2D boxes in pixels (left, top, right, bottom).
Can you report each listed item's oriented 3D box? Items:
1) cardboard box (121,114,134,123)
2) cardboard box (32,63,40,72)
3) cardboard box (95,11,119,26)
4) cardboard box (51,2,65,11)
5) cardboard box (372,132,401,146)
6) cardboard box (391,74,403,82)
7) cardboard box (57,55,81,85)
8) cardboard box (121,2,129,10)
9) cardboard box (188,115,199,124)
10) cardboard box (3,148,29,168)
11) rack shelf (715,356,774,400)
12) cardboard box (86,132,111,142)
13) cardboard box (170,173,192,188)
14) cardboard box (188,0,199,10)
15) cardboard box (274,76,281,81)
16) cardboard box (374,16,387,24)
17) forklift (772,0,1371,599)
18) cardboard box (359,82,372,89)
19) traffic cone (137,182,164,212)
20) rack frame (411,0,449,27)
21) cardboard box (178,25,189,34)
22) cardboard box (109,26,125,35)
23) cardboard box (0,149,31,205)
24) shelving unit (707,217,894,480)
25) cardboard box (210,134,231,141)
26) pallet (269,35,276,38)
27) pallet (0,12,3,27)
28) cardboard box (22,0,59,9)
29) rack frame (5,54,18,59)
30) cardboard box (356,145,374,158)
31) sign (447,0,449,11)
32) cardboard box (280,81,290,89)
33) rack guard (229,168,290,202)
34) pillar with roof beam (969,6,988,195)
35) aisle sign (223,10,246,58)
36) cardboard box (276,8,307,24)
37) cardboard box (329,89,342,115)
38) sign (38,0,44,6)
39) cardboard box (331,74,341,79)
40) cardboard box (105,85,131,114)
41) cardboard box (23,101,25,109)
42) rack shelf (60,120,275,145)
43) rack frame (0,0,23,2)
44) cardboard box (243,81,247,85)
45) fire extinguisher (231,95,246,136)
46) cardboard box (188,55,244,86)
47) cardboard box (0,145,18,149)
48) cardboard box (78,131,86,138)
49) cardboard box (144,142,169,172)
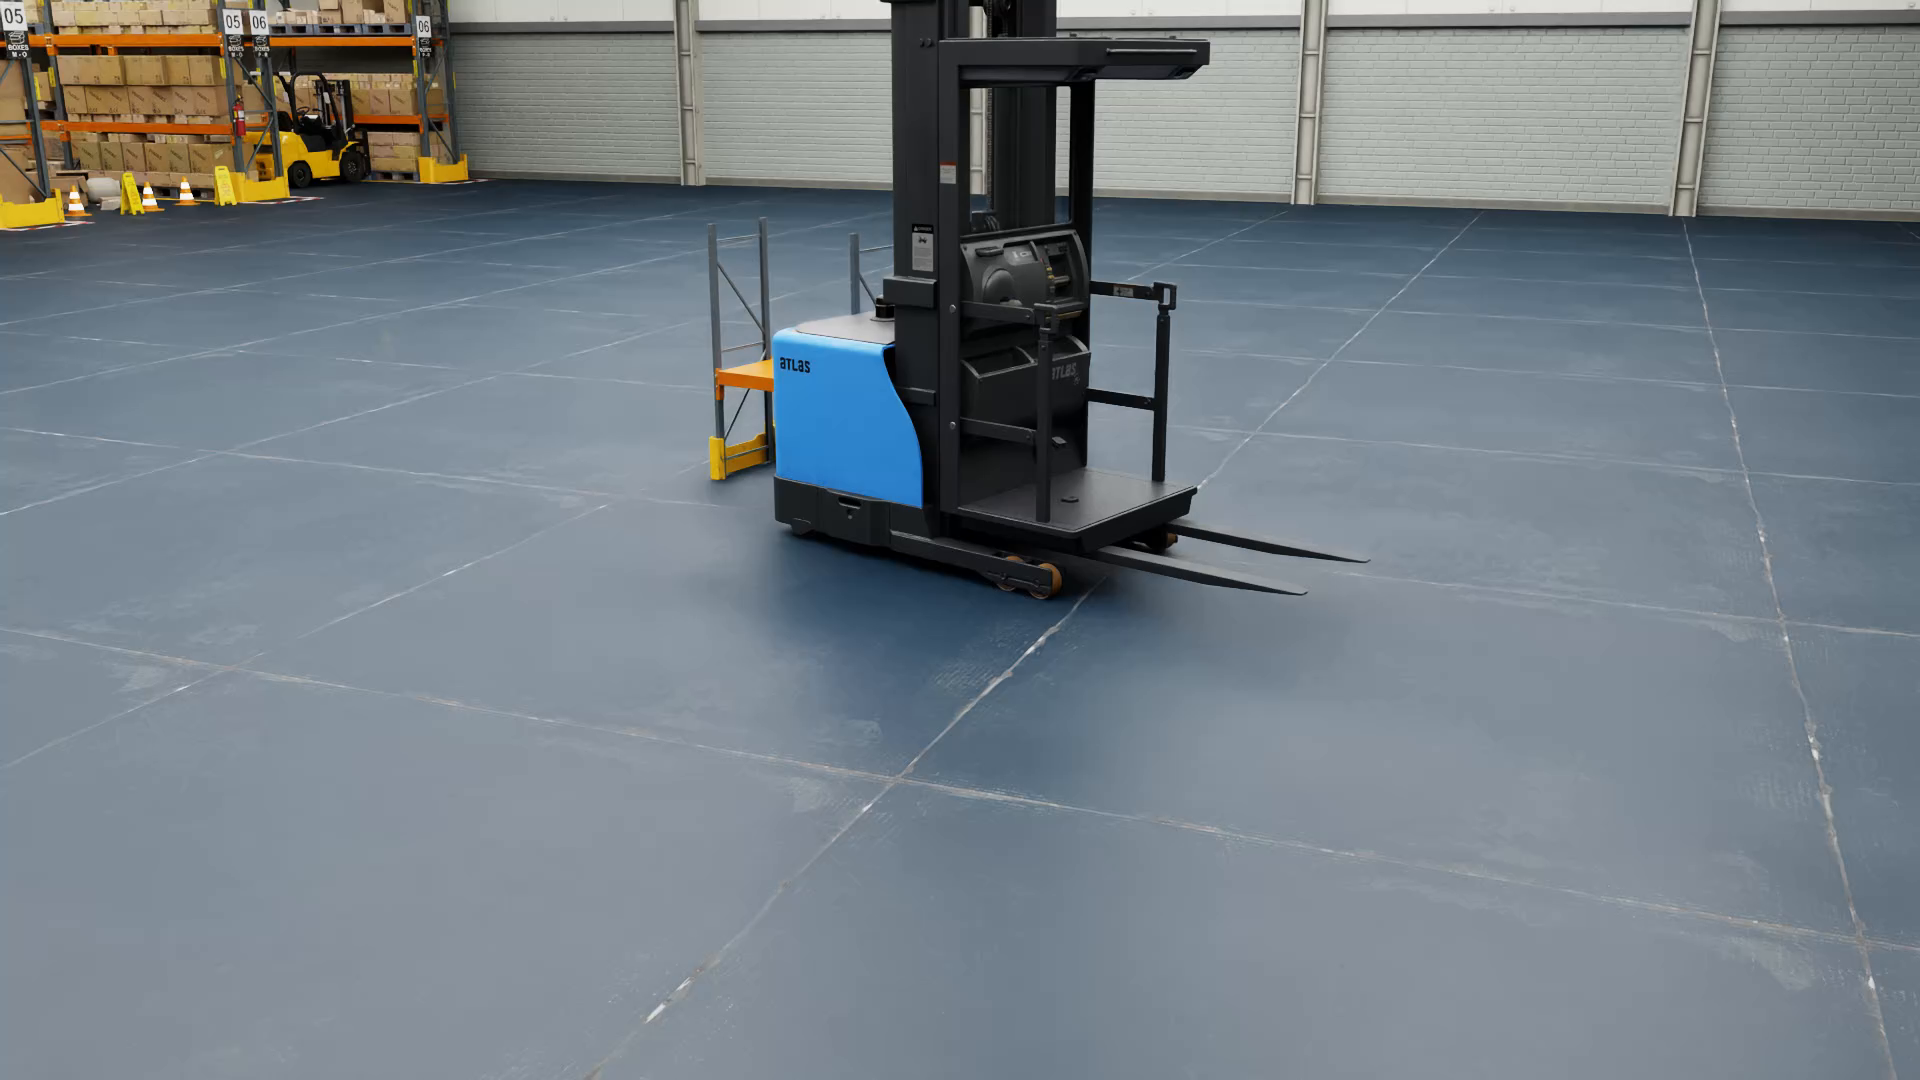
[{"bbox_3d":[-14.694,-7.509,29.610,0.250,0.149,0.380,6,17,21],"label":"cardboard box"},{"bbox_3d":[-17.412,-8.807,30.999,0.250,0.149,0.380,7,18,24],"label":"cardboard box"},{"bbox_3d":[-14.803,-9.169,29.231,0.500,0.250,0.500,6,17,21],"label":"cardboard box"},{"bbox_3d":[-15.883,-9.464,29.534,0.250,0.149,0.380,6,17,20],"label":"cardboard box"},{"bbox_3d":[-11.537,-8.135,33.701,0.500,0.250,0.500,7,17,22],"label":"cardboard box"},{"bbox_3d":[-11.169,-9.258,33.309,0.250,0.149,0.380,6,17,21],"label":"cardboard box"},{"bbox_3d":[-15.726,-8.448,29.888,0.500,0.500,0.700,6,17,20],"label":"cardboard box"},{"bbox_3d":[-14.406,-9.327,29.060,0.250,0.149,0.380,7,17,22],"label":"cardboard box"},{"bbox_3d":[-13.268,-7.360,29.097,0.250,0.149,0.380,6,17,20],"label":"cardboard box"},{"bbox_3d":[-16.681,-6.577,29.073,0.500,0.500,0.500,6,17,21],"label":"cardboard box"},{"bbox_3d":[-0.876,-0.900,9.729,1.000,0.185,0.538,10,19,31],"label":"rack shelf"},{"bbox_3d":[-15.512,-7.272,30.014,0.250,0.149,0.380,7,17,21],"label":"cardboard box"},{"bbox_3d":[-13.665,-6.418,29.581,0.500,0.250,0.500,6,17,21],"label":"cardboard box"},{"bbox_3d":[-12.984,-9.166,28.508,0.250,0.149,0.380,7,17,22],"label":"cardboard box"},{"bbox_3d":[-14.051,-9.559,34.344,0.250,0.149,0.380,7,17,22],"label":"cardboard box"},{"bbox_3d":[-11.399,-10.332,33.022,0.250,0.149,0.380,6,17,19],"label":"cardboard box"},{"bbox_3d":[0.485,-1.299,7.890,3.031,2.935,1.130,13,20,37],"label":"forklift"},{"bbox_3d":[-11.902,-9.183,33.584,0.250,0.149,0.380,6,17,19],"label":"cardboard box"},{"bbox_3d":[-13.299,-5.638,27.263,0.334,0.463,0.336,6,17,21],"label":"traffic cone"},{"bbox_3d":[-10.517,-11.638,32.621,0.127,3.000,1.000,6,17,21],"label":"rack frame"},{"bbox_3d":[-13.248,-8.806,28.697,0.250,0.149,0.380,7,18,22],"label":"cardboard box"},{"bbox_3d":[-14.689,-8.948,29.186,0.250,0.149,0.380,6,17,20],"label":"cardboard box"},{"bbox_3d":[-14.712,-5.409,24.982,0.875,0.875,0.875,6,17,21],"label":"cardboard box"},{"bbox_3d":[-0.884,-1.074,9.683,1.083,1.500,0.587,10,19,31],"label":"shelving unit"},{"bbox_3d":[-15.447,-8.359,35.594,0.625,0.625,0.875,6,17,20],"label":"cardboard box"},{"bbox_3d":[-15.063,-10.602,34.775,1.217,0.209,0.805,6,17,18],"label":"pallet"},{"bbox_3d":[-14.751,-7.646,24.410,1.213,0.211,1.003,6,17,21],"label":"pallet"},{"bbox_3d":[-16.642,-9.715,29.996,0.500,0.250,0.500,7,17,22],"label":"cardboard box"},{"bbox_3d":[-21.680,-9.984,37.686,0.127,3.000,1.000,6,17,21],"label":"rack frame"},{"bbox_3d":[-12.035,-7.948,33.954,0.500,0.250,0.500,6,17,19],"label":"cardboard box"},{"bbox_3d":[-10.308,-10.799,33.400,0.005,0.325,0.100,6,17,21],"label":"sign"},{"bbox_3d":[-13.797,-9.399,34.325,0.250,0.149,0.380,7,17,22],"label":"cardboard box"},{"bbox_3d":[-12.406,-6.277,29.397,0.348,0.500,1.175,6,17,21],"label":"rack guard"},{"bbox_3d":[-1.251,-9.599,25.597,0.400,9.000,9.100,6,17,21],"label":"pillar with roof beam"},{"bbox_3d":[-12.384,-8.636,28.378,0.004,0.787,0.394,6,17,21],"label":"aisle sign"},{"bbox_3d":[-13.554,-10.665,33.878,0.500,0.311,0.500,7,17,22],"label":"cardboard box"},{"bbox_3d":[-12.499,-8.944,33.921,0.500,0.500,0.500,6,17,21],"label":"cardboard box"},{"bbox_3d":[-16.256,-9.612,29.389,0.005,0.325,0.100,6,17,21],"label":"sign"},{"bbox_3d":[-12.585,-9.427,33.889,0.250,0.149,0.380,6,17,21],"label":"cardboard box"},{"bbox_3d":[-14.811,-7.852,29.627,0.500,0.500,0.500,6,17,20],"label":"cardboard box"},{"bbox_3d":[-17.128,-7.989,30.510,0.250,0.149,0.380,6,17,20],"label":"cardboard box"},{"bbox_3d":[-14.195,-7.328,29.827,4.000,0.370,1.077,6,17,21],"label":"rack shelf"},{"bbox_3d":[-14.057,-9.056,23.728,0.127,3.000,1.000,6,17,21],"label":"rack frame"},{"bbox_3d":[-14.884,-9.525,34.759,0.250,0.149,0.380,6,17,20],"label":"cardboard box"},{"bbox_3d":[-12.398,-7.301,28.581,0.183,0.674,0.296,6,17,21],"label":"fire extinguisher"},{"bbox_3d":[-12.890,-8.136,28.812,0.500,0.500,0.700,6,17,19],"label":"cardboard box"},{"bbox_3d":[-21.313,-8.878,37.604,0.500,0.500,0.500,7,18,23],"label":"cardboard box"},{"bbox_3d":[-19.235,-8.970,36.758,0.250,0.149,0.380,7,18,22],"label":"cardboard box"},{"bbox_3d":[-14.130,-6.831,29.656,0.500,0.500,0.500,6,17,19],"label":"cardboard box"}]
